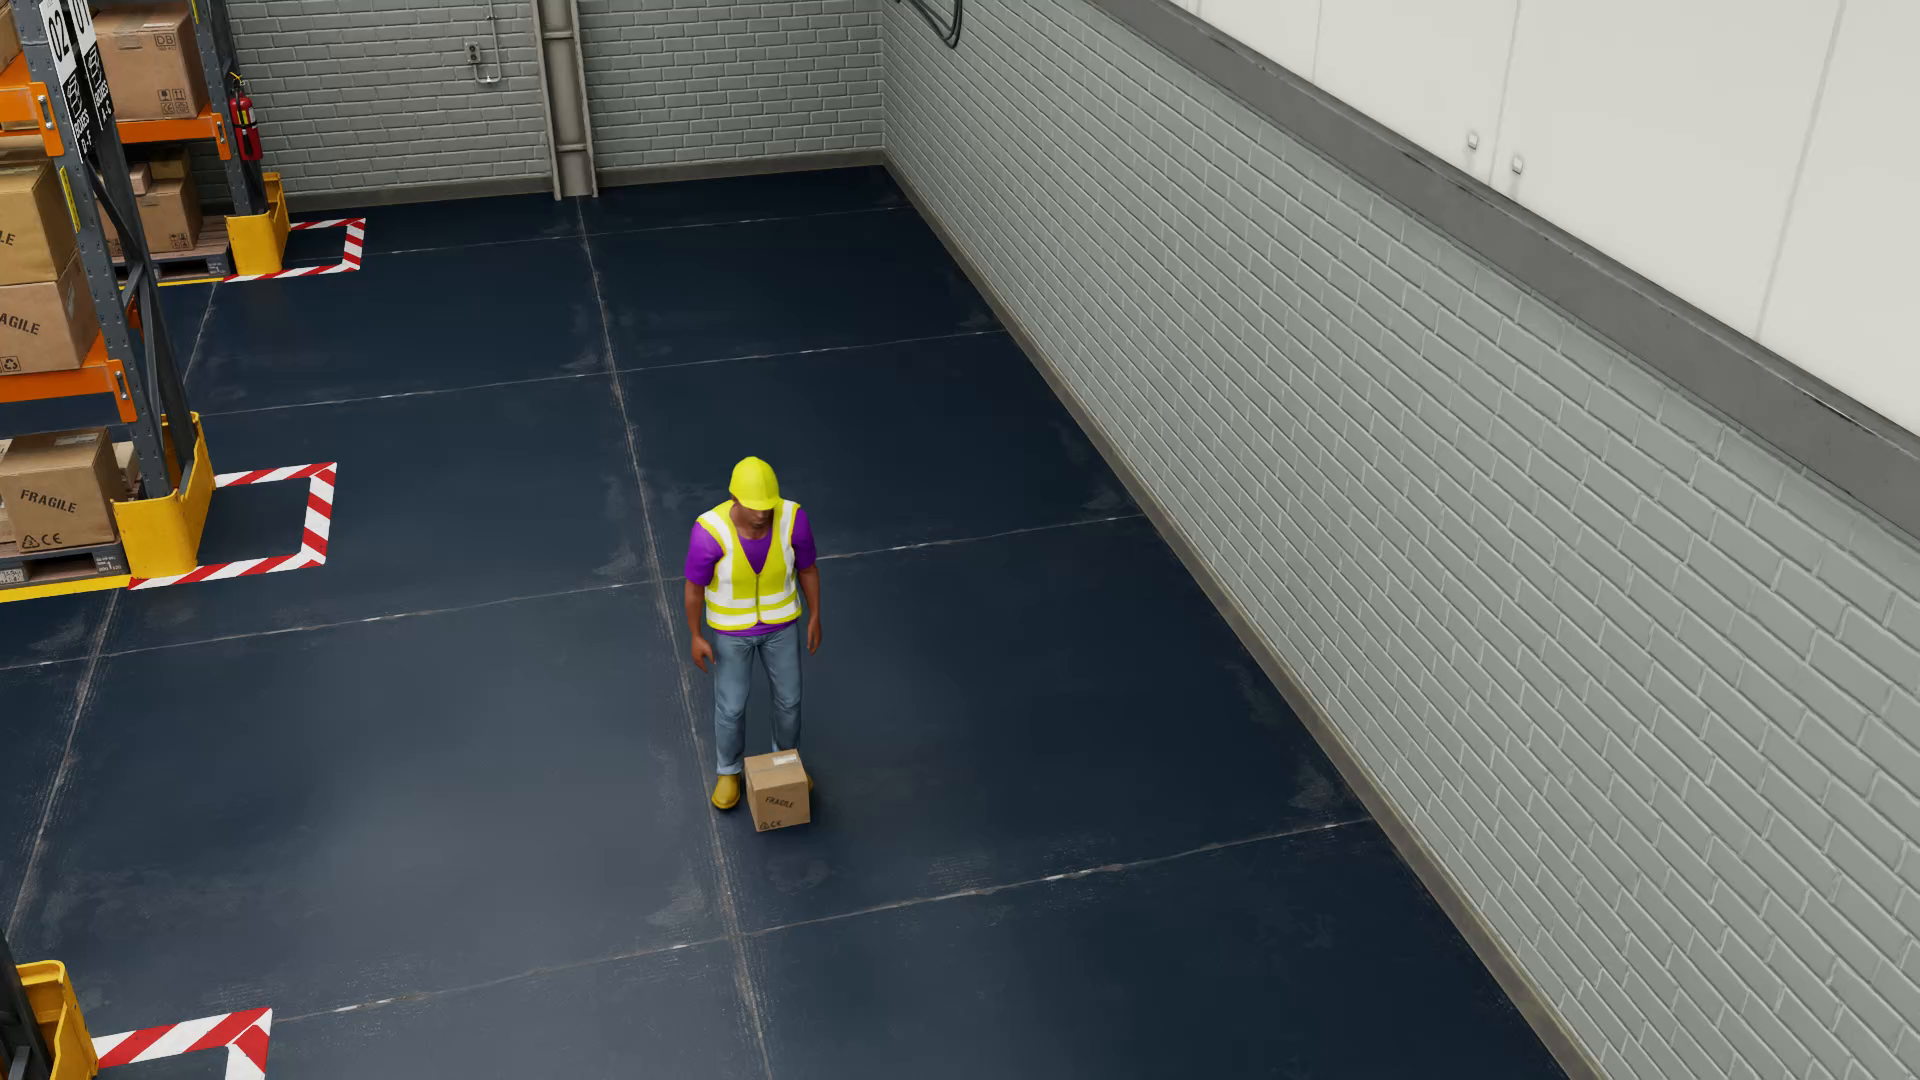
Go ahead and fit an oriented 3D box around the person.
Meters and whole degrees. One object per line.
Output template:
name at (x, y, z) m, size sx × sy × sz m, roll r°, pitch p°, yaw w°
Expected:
person at (-0.920, 0.398, 7.536) m, size 0.621 × 1.759 × 0.461 m, roll -9°, pitch 31°, yaw -15°
